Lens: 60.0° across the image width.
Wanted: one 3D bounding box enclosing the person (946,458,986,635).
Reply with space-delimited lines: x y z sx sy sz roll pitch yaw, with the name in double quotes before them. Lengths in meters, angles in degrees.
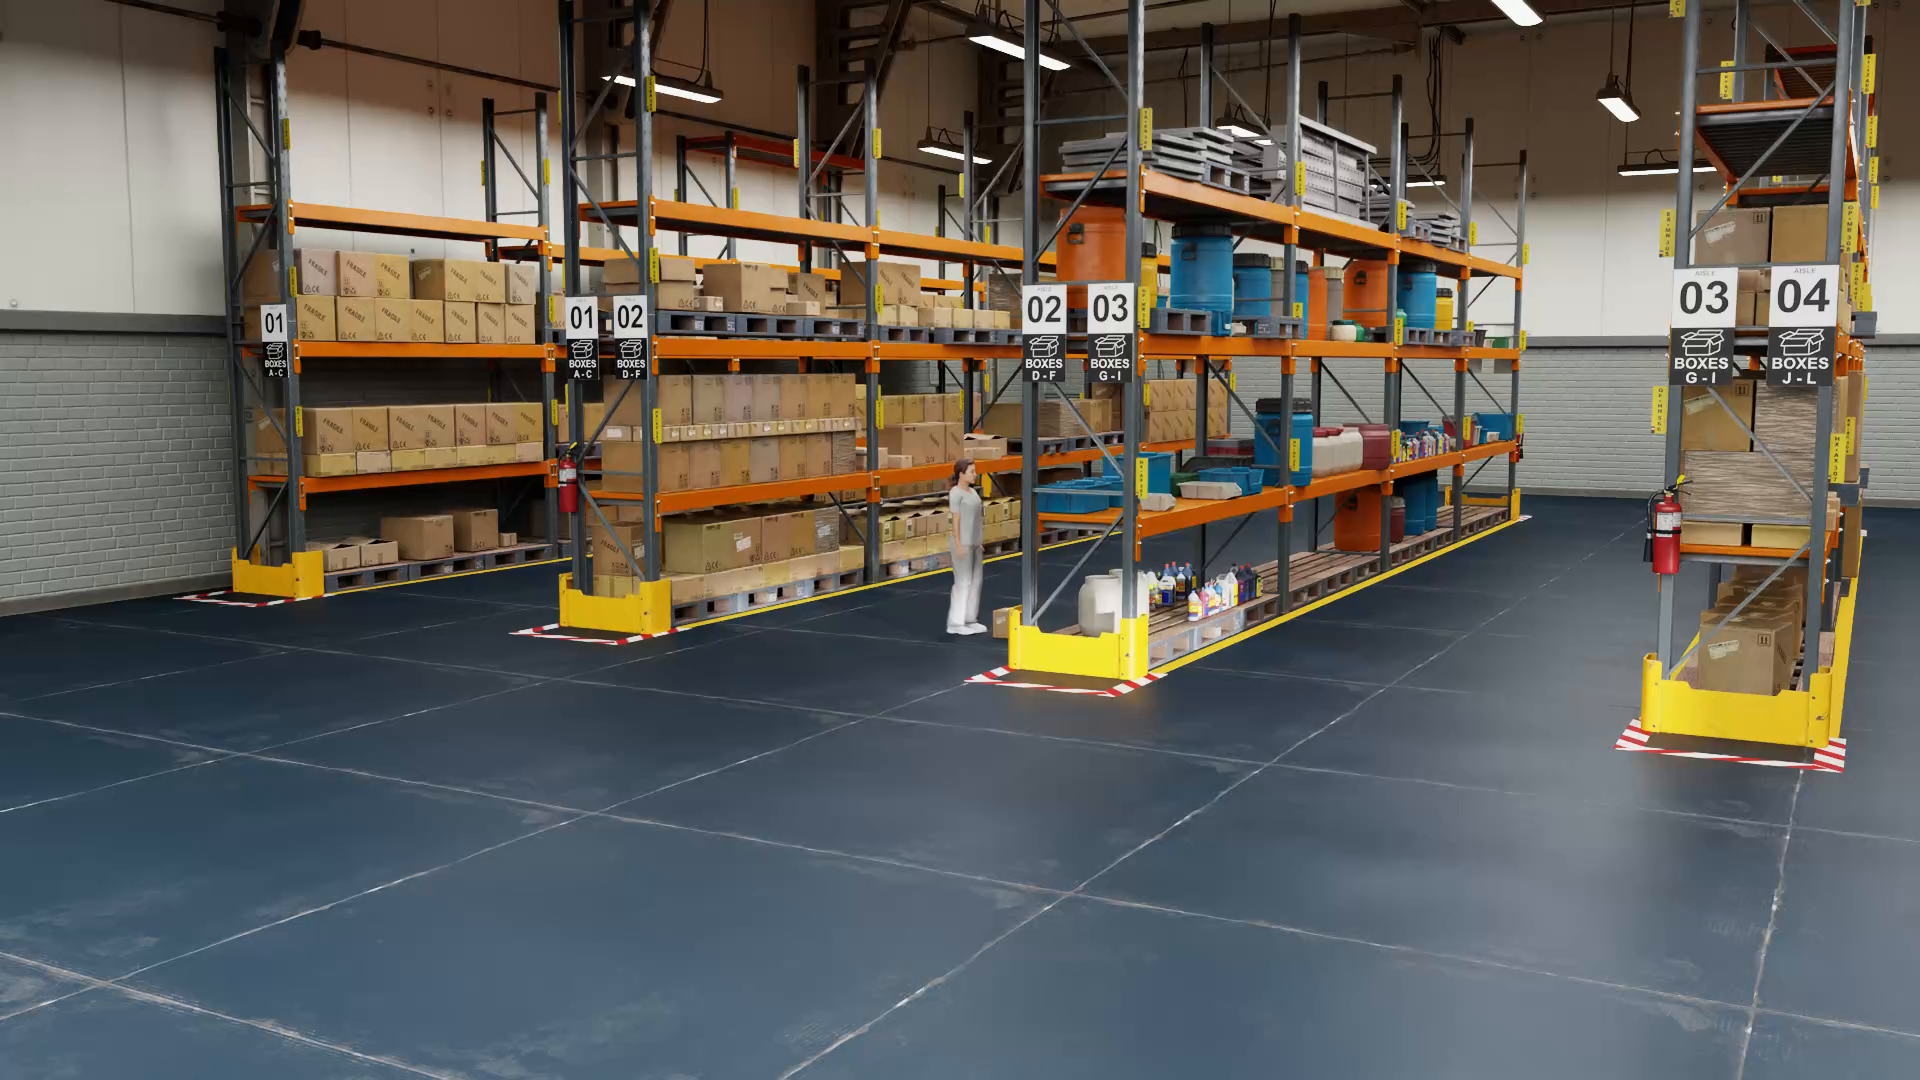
"person" 0.051 0.056 15.846 0.358 1.668 0.436 3 7 30
